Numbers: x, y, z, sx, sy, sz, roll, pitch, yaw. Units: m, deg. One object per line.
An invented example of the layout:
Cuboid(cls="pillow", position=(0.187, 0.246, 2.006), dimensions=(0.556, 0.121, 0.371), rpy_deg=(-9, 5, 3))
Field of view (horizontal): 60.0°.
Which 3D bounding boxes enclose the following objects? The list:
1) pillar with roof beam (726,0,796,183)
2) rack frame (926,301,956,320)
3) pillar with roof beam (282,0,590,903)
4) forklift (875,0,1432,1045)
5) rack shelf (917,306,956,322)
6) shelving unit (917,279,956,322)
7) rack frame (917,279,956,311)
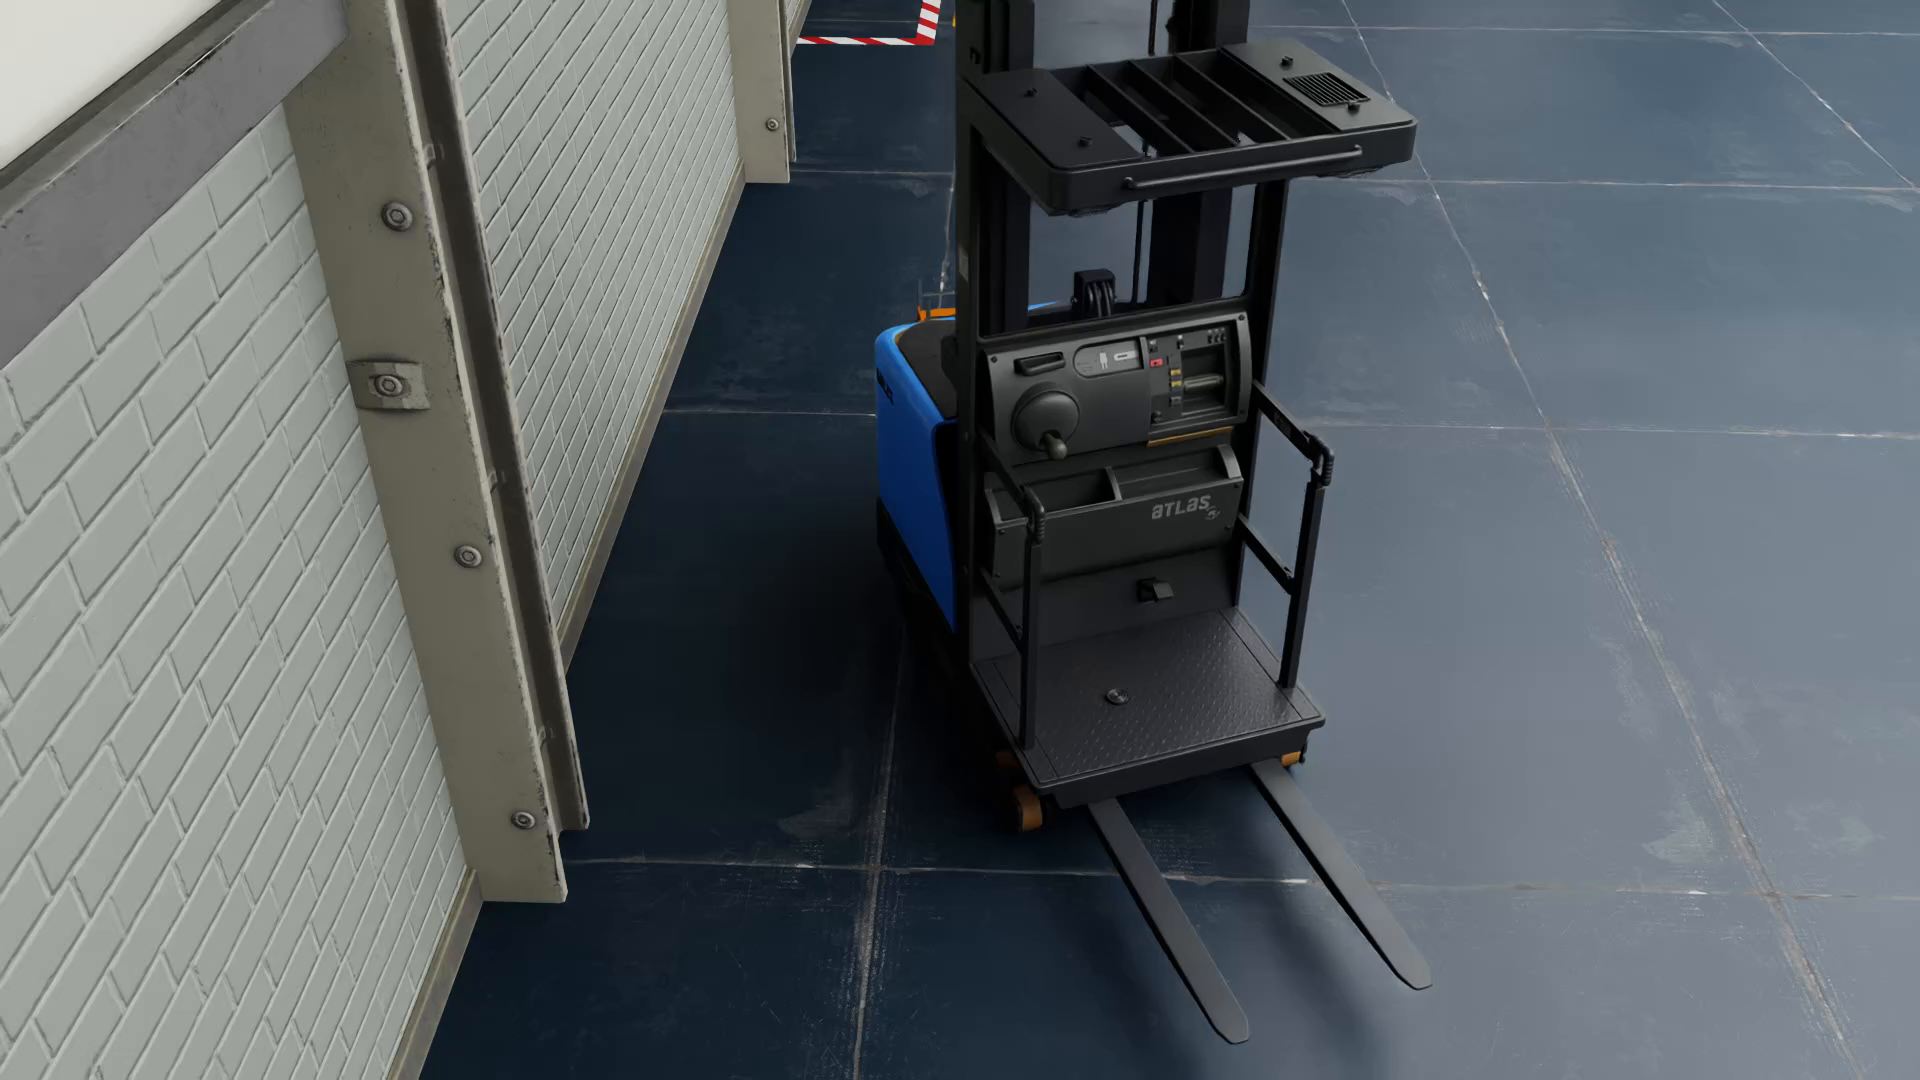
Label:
Cuboid(cls="pillar with roof beam", position=(3.079, -5.939, 7.875), dimensions=(9.100, 9.000, 0.400), rpy_deg=(1, 35, 2))
Cuboid(cls="rack frame", position=(-0.035, -0.532, 7.068), dimensions=(0.200, 1.050, 0.008), rpy_deg=(-5, 32, -8))
Cuboid(cls="pillar with roof beam", position=(2.838, -2.492, 2.970), dimensions=(9.100, 9.000, 0.400), rpy_deg=(1, 35, 2))
Cuboid(cls="forklift", position=(0.606, -0.448, 5.338), dimensions=(1.130, 2.935, 3.031), rpy_deg=(-11, 37, -15))
Cuboid(cls="rack shelf", position=(-0.058, -0.828, 7.028), dimensions=(0.215, 0.259, 0.240), rpy_deg=(-5, 32, -8))
Cuboid(cls="shelving unit", position=(-0.055, -0.595, 7.171), dimensions=(0.215, 1.050, 0.252), rpy_deg=(-5, 32, -8))
Cuboid(cls="rack frame", position=(-0.075, -0.658, 7.274), dimensions=(0.200, 1.050, 0.008), rpy_deg=(-5, 32, -8))
